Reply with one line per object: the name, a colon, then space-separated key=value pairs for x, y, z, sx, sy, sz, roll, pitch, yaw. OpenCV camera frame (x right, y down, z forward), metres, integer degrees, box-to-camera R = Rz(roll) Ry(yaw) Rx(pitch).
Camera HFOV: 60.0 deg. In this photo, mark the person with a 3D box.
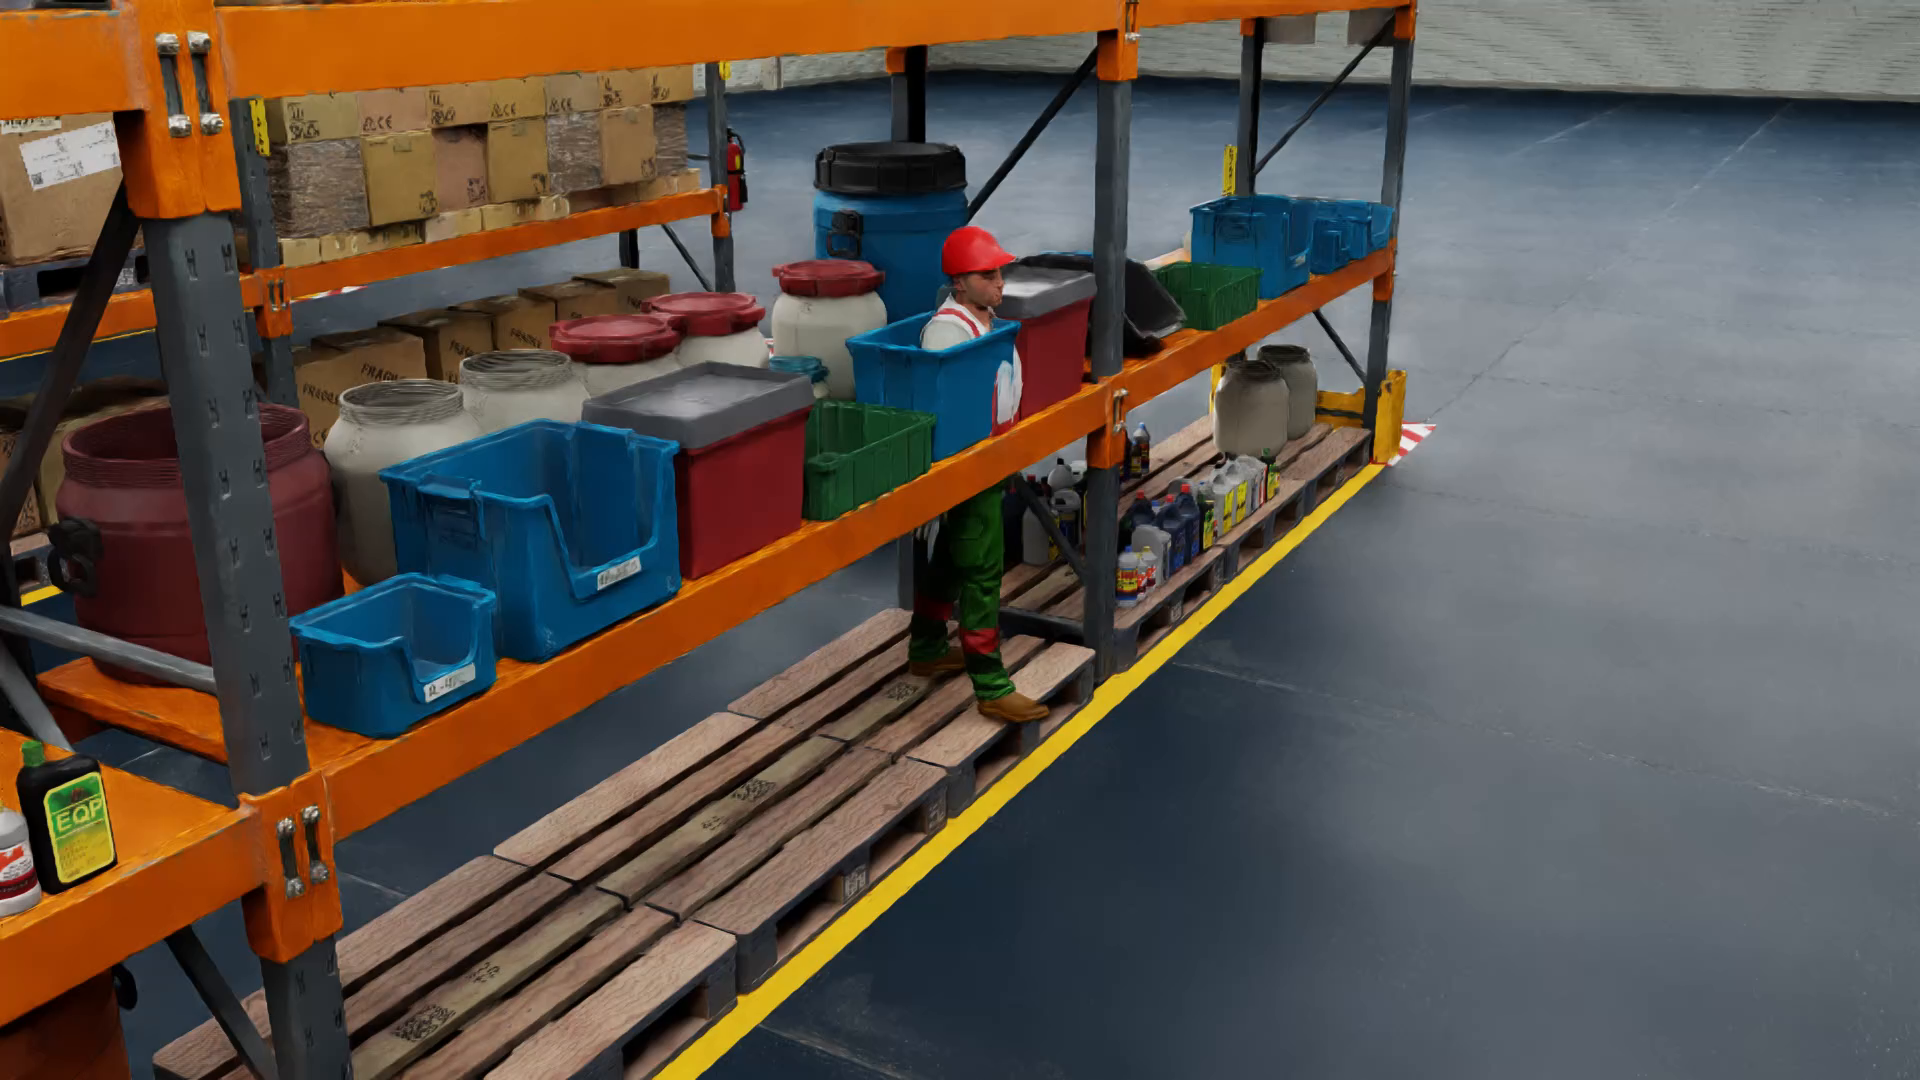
person: x=0.065 y=-0.236 z=6.010 sx=0.630 sy=1.790 sz=0.717 roll=5 pitch=20 yaw=14
